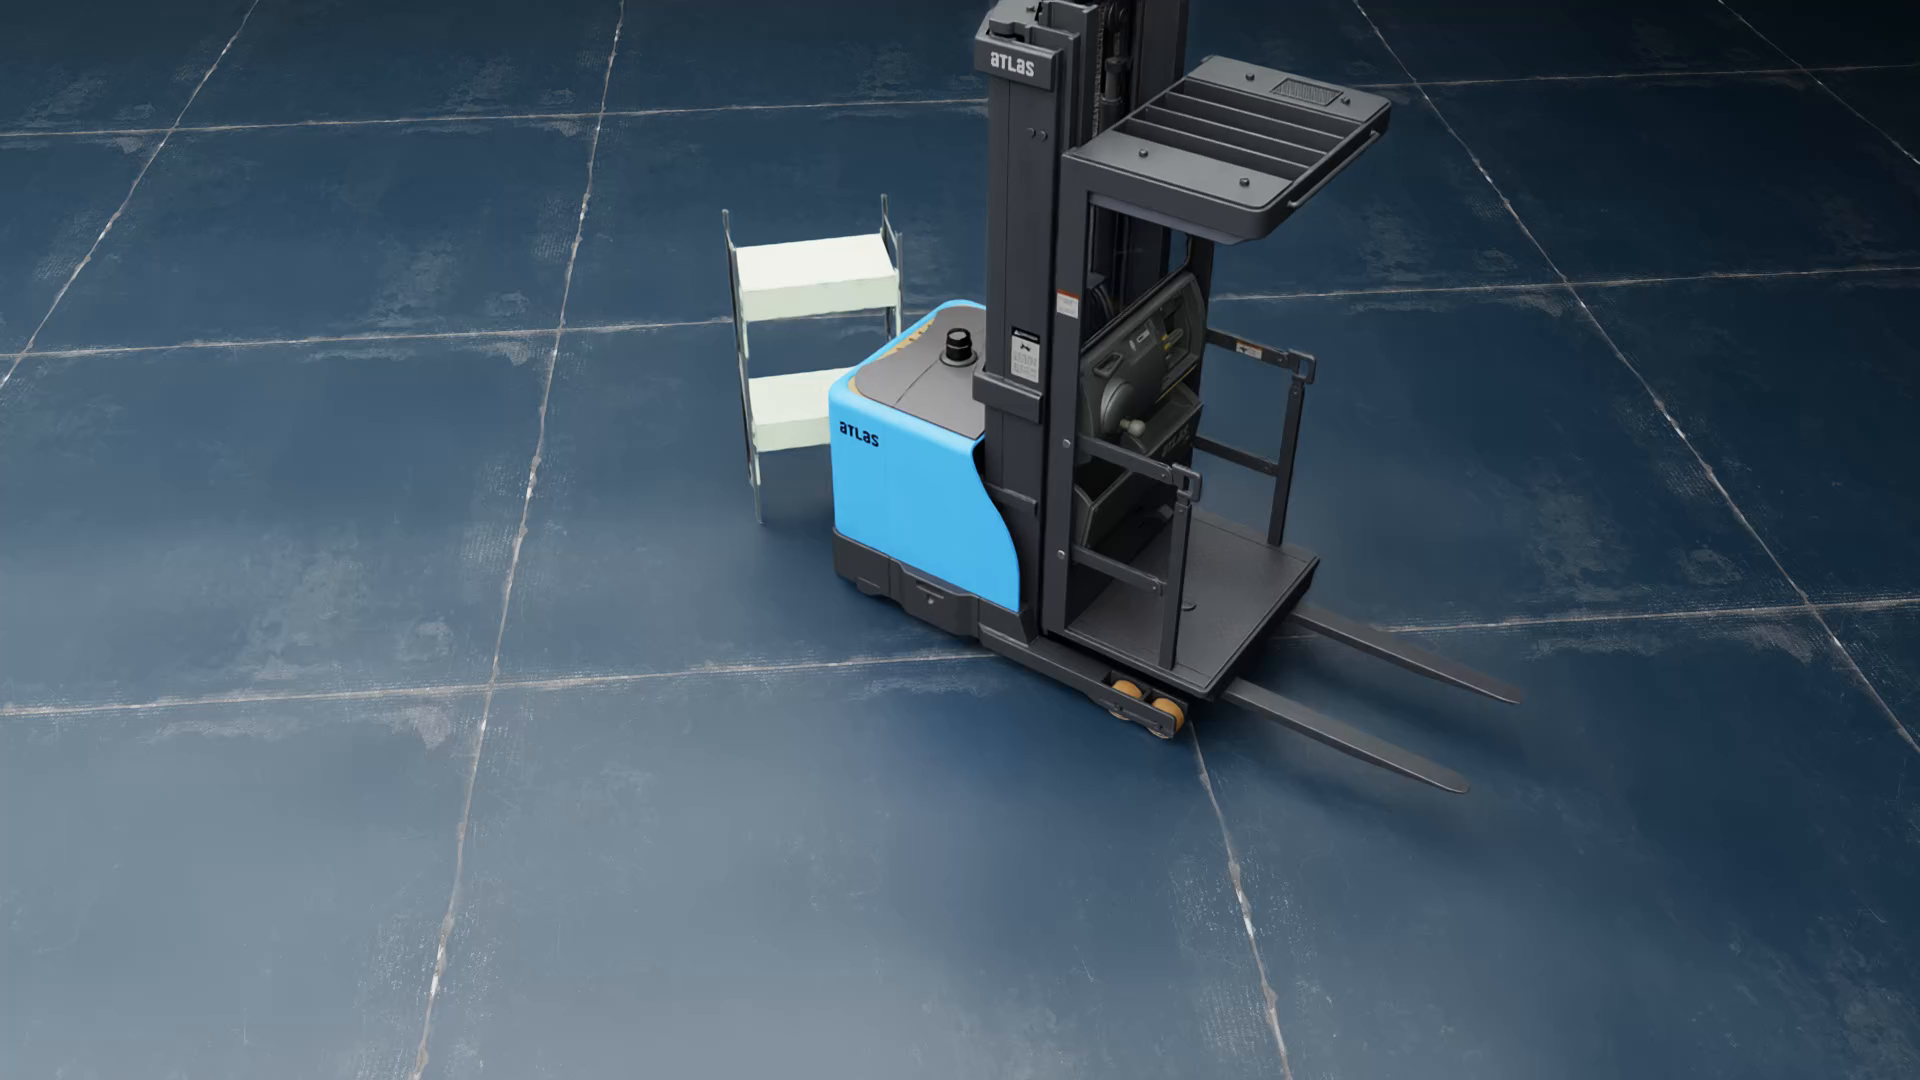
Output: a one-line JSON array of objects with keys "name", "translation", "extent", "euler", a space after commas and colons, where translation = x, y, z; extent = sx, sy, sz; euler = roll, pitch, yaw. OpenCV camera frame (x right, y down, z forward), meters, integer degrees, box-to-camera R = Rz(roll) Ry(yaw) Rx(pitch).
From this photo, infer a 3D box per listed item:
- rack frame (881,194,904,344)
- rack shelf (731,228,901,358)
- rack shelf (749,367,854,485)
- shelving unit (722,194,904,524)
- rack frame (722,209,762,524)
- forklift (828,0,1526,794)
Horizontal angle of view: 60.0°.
[{"name": "rack frame", "translation": [-0.311, -0.886, 7.984], "extent": [0.023, 1.500, 0.400], "euler": [-8, 39, -9]}, {"name": "rack shelf", "translation": [-0.668, -1.145, 7.682], "extent": [0.720, 0.370, 0.431], "euler": [-8, 39, -9]}, {"name": "rack shelf", "translation": [-0.668, -0.583, 8.126], "extent": [0.720, 0.370, 0.431], "euler": [-8, 39, -9]}, {"name": "shelving unit", "translation": [-0.668, -0.839, 7.924], "extent": [0.755, 1.500, 0.431], "euler": [-8, 39, -9]}, {"name": "rack frame", "translation": [-1.026, -0.791, 7.864], "extent": [0.023, 1.500, 0.400], "euler": [-8, 39, -9]}, {"name": "forklift", "translation": [0.912, -0.693, 6.584], "extent": [3.031, 2.935, 1.130], "euler": [23, 44, 27]}]
